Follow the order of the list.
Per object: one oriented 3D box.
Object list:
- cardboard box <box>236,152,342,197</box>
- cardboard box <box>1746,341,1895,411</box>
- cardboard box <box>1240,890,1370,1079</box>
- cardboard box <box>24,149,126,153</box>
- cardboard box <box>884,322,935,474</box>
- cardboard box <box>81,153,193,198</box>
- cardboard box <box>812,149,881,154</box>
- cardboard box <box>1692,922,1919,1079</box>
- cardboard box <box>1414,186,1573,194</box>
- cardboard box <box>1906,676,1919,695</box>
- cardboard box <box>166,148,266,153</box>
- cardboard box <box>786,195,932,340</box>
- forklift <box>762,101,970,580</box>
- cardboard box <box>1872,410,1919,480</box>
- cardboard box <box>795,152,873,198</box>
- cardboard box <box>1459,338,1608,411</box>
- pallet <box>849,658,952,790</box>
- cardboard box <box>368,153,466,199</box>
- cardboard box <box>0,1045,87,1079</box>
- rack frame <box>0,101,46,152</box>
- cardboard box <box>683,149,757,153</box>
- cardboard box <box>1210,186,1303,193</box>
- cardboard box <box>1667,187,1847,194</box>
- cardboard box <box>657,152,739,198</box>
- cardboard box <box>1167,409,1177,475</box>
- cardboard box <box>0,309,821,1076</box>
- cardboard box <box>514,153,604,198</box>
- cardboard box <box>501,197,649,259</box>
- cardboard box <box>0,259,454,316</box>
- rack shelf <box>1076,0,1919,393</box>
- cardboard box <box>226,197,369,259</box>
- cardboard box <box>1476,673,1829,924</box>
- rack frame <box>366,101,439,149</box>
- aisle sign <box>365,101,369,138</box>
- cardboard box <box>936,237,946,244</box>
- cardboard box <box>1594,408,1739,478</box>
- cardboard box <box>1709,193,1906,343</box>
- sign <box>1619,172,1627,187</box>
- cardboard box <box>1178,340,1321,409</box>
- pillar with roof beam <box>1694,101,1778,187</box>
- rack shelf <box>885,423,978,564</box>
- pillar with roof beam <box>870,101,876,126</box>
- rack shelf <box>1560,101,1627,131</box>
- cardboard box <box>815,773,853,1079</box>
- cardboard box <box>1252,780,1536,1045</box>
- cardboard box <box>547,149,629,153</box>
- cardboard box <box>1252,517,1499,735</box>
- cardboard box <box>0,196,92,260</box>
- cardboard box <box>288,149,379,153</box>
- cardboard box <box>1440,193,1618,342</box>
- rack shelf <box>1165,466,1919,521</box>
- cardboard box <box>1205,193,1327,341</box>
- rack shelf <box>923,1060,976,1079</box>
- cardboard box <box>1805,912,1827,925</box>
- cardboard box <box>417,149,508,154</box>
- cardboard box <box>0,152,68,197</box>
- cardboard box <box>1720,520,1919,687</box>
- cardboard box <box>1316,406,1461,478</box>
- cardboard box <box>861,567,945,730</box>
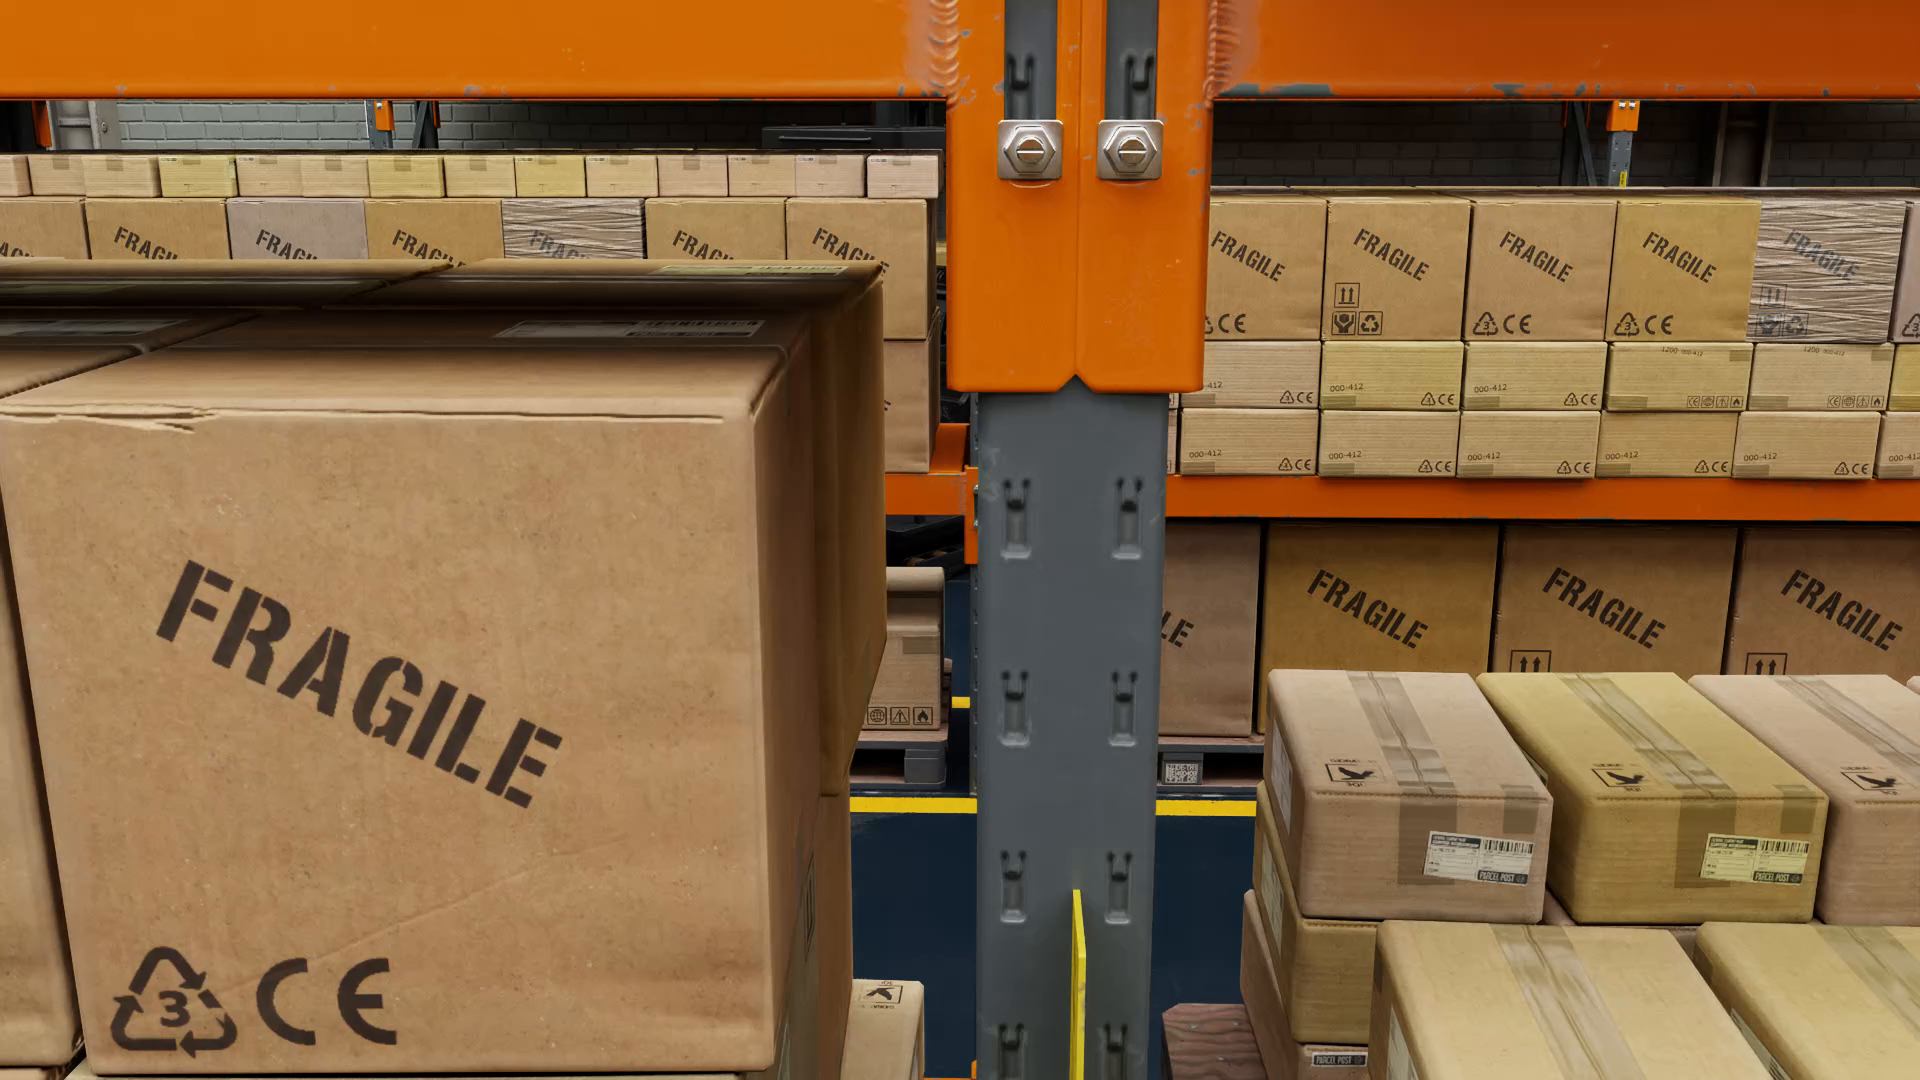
[{"bbox_3d":[-2.489,-1.365,6.205,0.250,0.149,0.380,1,15,2],"label":"cardboard box"},{"bbox_3d":[3.109,-0.650,6.237,0.500,0.250,0.500,0,15,0],"label":"cardboard box"},{"bbox_3d":[0.490,0.568,1.978,0.250,0.149,0.380,0,15,0],"label":"cardboard box"},{"bbox_3d":[-3.522,-1.486,6.665,0.250,0.149,0.380,1,15,2],"label":"cardboard box"},{"bbox_3d":[-0.357,-0.552,6.356,0.500,0.500,0.500,1,15,2],"label":"cardboard box"},{"bbox_3d":[-3.017,-1.350,6.149,0.250,0.149,0.380,1,15,3],"label":"cardboard box"},{"bbox_3d":[-0.452,-1.477,6.631,0.250,0.149,0.380,1,15,2],"label":"cardboard box"},{"bbox_3d":[0.749,0.448,1.265,0.250,0.149,0.380,1,15,3],"label":"cardboard box"},{"bbox_3d":[2.108,-1.149,6.661,0.500,0.500,0.500,1,15,2],"label":"cardboard box"},{"bbox_3d":[1.283,0.286,1.879,0.250,0.149,0.380,0,15,1],"label":"cardboard box"},{"bbox_3d":[-3.007,-1.510,6.757,0.250,0.149,0.380,0,15,1],"label":"cardboard box"},{"bbox_3d":[-0.365,-1.030,6.209,0.500,0.500,0.500,0,15,1],"label":"cardboard box"},{"bbox_3d":[-0.417,-1.299,9.517,1.130,2.935,3.031,13,20,40],"label":"forklift"},{"bbox_3d":[3.600,-0.404,6.287,0.500,0.250,0.500,0,15,-1],"label":"cardboard box"},{"bbox_3d":[-0.464,-1.362,6.193,0.250,0.149,0.380,1,15,3],"label":"cardboard box"},{"bbox_3d":[2.077,-0.651,6.242,0.500,0.250,0.500,0,15,0],"label":"cardboard box"},{"bbox_3d":[-0.645,0.758,7.055,1.213,0.211,1.003,0,15,1],"label":"pallet"},{"bbox_3d":[-1.988,-1.344,6.125,0.250,0.149,0.380,0,15,0],"label":"cardboard box"},{"bbox_3d":[-0.922,0.570,1.520,0.500,0.500,0.500,0,15,0],"label":"cardboard box"},{"bbox_3d":[-3.885,-0.592,6.704,0.127,3.000,1.000,0,15,1],"label":"rack frame"},{"bbox_3d":[-0.956,-1.485,6.662,0.250,0.149,0.380,0,15,1],"label":"cardboard box"},{"bbox_3d":[1.084,-1.157,6.691,0.500,0.500,0.500,1,15,3],"label":"cardboard box"},{"bbox_3d":[3.129,-1.138,6.617,0.500,0.500,0.500,0,15,2],"label":"cardboard box"},{"bbox_3d":[-0.966,-1.363,6.198,0.250,0.149,0.380,0,15,1],"label":"cardboard box"},{"bbox_3d":[0.546,-0.423,6.358,0.500,0.250,0.500,0,15,0],"label":"cardboard box"},{"bbox_3d":[-0.389,0.087,1.390,0.500,0.500,0.500,0,15,-1],"label":"cardboard box"},{"bbox_3d":[-1.479,-1.357,6.174,0.250,0.149,0.380,0,15,0],"label":"cardboard box"},{"bbox_3d":[-1.382,-1.037,6.233,0.500,0.500,0.500,1,15,2],"label":"cardboard box"},{"bbox_3d":[-0.876,-0.043,1.884,0.500,0.500,0.500,0,15,0],"label":"cardboard box"},{"bbox_3d":[2.087,-0.392,1.477,4.000,0.370,1.077,0,15,1],"label":"rack shelf"},{"bbox_3d":[-2.381,-1.045,6.265,0.500,0.500,0.500,0,15,1],"label":"cardboard box"},{"bbox_3d":[0.763,0.282,1.893,0.250,0.149,0.380,0,15,0],"label":"cardboard box"},{"bbox_3d":[-3.762,-1.858,11.502,0.127,3.000,1.000,0,15,1],"label":"rack frame"},{"bbox_3d":[-3.838,-3.040,10.888,0.004,0.787,0.394,0,15,1],"label":"aisle sign"},{"bbox_3d":[-0.252,-1.975,11.657,0.500,0.250,0.500,0,15,1],"label":"cardboard box"},{"bbox_3d":[2.586,-0.411,6.312,0.500,0.250,0.500,0,15,1],"label":"cardboard box"},{"bbox_3d":[3.075,-1.010,6.130,0.500,0.500,0.500,1,15,2],"label":"cardboard box"},{"bbox_3d":[4.231,-2.189,10.642,0.005,0.325,0.100,0,15,1],"label":"sign"},{"bbox_3d":[1.068,-0.664,6.291,0.500,0.250,0.500,1,15,2],"label":"cardboard box"},{"bbox_3d":[5.451,-3.830,7.217,0.400,9.000,9.100,0,15,1],"label":"pillar with roof beam"},{"bbox_3d":[-1.886,-0.231,6.746,4.000,0.370,1.077,0,15,1],"label":"rack shelf"},{"bbox_3d":[-0.547,-3.869,7.365,0.400,9.000,9.100,0,15,1],"label":"pillar with roof beam"},{"bbox_3d":[2.236,-2.921,11.063,4.000,0.370,1.077,0,15,1],"label":"rack shelf"},{"bbox_3d":[-0.401,0.437,2.023,0.500,0.500,0.500,0,15,0],"label":"cardboard box"},{"bbox_3d":[0.491,0.424,1.939,0.250,0.149,0.380,1,15,3],"label":"cardboard box"},{"bbox_3d":[-1.474,-1.475,6.624,0.250,0.149,0.380,0,15,1],"label":"cardboard box"},{"bbox_3d":[1.638,0.246,6.870,0.875,0.875,0.875,1,15,3],"label":"cardboard box"},{"bbox_3d":[-3.413,-1.048,6.276,0.500,0.500,0.500,0,15,0],"label":"cardboard box"},{"bbox_3d":[-2.497,-1.478,6.636,0.250,0.149,0.380,0,15,1],"label":"cardboard box"},{"bbox_3d":[2.073,-1.020,6.169,0.500,0.500,0.500,0,15,1],"label":"cardboard box"},{"bbox_3d":[2.113,-0.205,6.647,4.000,0.370,1.077,0,15,1],"label":"rack shelf"},{"bbox_3d":[1.055,-1.025,6.190,0.500,0.500,0.500,0,15,1],"label":"cardboard box"},{"bbox_3d":[-1.911,1.032,1.959,4.000,0.370,1.077,0,15,1],"label":"rack shelf"},{"bbox_3d":[1.002,0.428,1.925,0.250,0.149,0.380,1,15,4],"label":"cardboard box"},{"bbox_3d":[-1.983,-1.485,6.662,0.250,0.149,0.380,1,15,3],"label":"cardboard box"},{"bbox_3d":[-3.538,-1.364,6.204,0.250,0.149,0.380,1,15,3],"label":"cardboard box"},{"bbox_3d":[3.424,0.259,6.821,0.875,0.875,0.875,0,15,1],"label":"cardboard box"},{"bbox_3d":[1.576,-0.413,6.319,0.500,0.250,0.500,0,15,1],"label":"cardboard box"},{"bbox_3d":[-0.512,0.438,6.997,0.875,0.438,0.875,0,15,1],"label":"cardboard box"}]
